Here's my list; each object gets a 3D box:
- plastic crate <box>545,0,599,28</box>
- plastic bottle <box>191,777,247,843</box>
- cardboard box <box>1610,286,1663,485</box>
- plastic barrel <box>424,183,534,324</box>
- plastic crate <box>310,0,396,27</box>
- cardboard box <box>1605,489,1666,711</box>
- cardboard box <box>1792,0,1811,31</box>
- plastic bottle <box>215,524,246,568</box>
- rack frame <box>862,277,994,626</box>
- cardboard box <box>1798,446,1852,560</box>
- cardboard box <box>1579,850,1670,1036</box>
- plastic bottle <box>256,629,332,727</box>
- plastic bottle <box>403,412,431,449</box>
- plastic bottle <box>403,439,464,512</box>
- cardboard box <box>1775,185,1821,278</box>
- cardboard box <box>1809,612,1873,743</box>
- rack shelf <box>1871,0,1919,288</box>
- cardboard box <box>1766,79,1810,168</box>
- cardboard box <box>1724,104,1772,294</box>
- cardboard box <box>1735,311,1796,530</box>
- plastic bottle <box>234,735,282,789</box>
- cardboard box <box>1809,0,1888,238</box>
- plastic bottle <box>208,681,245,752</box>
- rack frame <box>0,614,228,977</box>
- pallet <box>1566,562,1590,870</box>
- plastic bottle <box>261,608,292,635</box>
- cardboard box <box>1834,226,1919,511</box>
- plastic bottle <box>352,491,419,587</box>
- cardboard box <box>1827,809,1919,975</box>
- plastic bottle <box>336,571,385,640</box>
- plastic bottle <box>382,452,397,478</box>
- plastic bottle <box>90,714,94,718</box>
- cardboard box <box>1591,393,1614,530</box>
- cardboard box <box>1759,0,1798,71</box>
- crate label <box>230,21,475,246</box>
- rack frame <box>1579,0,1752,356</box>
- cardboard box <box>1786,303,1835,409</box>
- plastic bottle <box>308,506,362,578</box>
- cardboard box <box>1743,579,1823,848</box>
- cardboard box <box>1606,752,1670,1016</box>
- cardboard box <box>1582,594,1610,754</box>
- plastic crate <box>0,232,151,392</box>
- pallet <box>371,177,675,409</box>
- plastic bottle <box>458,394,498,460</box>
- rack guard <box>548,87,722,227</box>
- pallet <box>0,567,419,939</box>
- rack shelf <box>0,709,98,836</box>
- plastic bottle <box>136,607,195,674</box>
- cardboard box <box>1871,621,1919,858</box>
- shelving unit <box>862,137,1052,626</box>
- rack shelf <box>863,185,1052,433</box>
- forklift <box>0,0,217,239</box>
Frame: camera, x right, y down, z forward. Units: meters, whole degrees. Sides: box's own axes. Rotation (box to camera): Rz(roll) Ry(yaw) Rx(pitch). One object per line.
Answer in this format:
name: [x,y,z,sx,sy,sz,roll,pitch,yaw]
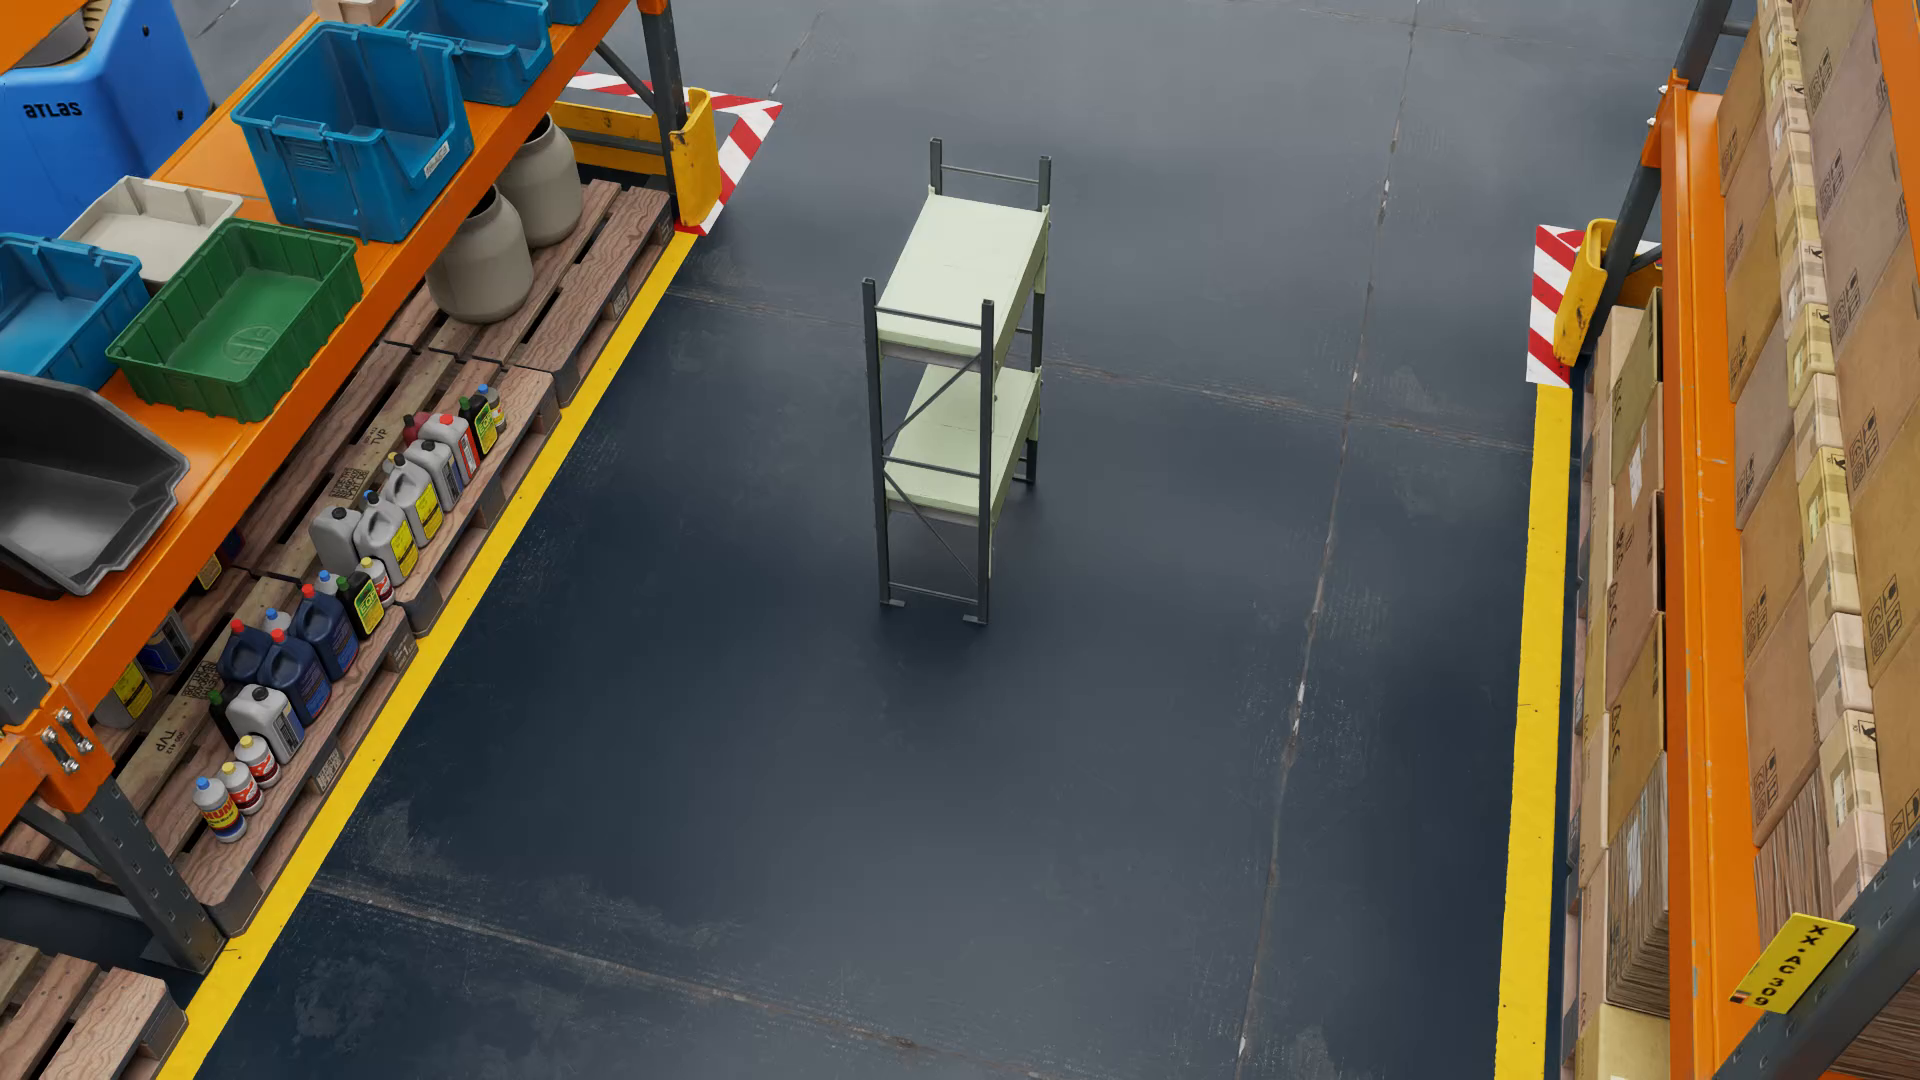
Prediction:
plastic crate: [-1.559,-2.227,6.314,0.499,0.251,0.616,12,50,10]
plastic bottle: [-2.262,0.809,5.062,0.097,0.271,0.097,0,49,0]
cardboard box: [2.576,-0.488,5.734,0.500,0.500,0.500,12,50,10]
plastic barrel: [-1.948,-1.159,6.652,0.421,0.512,0.421,0,49,0]
plastic crate: [-2.262,-2.026,6.214,0.298,0.136,0.250,12,50,10]
cardboard box: [2.308,0.234,5.097,0.500,0.500,0.500,12,50,10]
cardboard box: [2.912,-1.806,4.911,0.700,0.500,0.500,12,50,10]
plastic bottle: [-2.593,-0.042,5.805,0.061,0.283,0.133,12,50,10]
rack frame: [-0.095,-0.236,5.458,0.400,1.500,0.023,12,50,10]
cardboard box: [2.143,-0.046,3.791,0.380,0.149,0.250,11,50,10]
cardboard box: [2.061,1.209,4.736,0.500,0.250,0.500,12,50,10]
plastic bottle: [-2.156,0.425,5.348,0.144,0.351,0.185,13,50,11]
plastic bottle: [-1.972,-0.373,6.097,0.061,0.283,0.133,12,50,10]
plastic bottle: [-1.906,-0.249,5.993,0.152,0.276,0.135,10,49,9]
cardboard box: [2.413,-0.792,4.449,0.380,0.149,0.250,11,49,10]
cardboard box: [2.007,0.321,3.467,0.380,0.149,0.250,10,49,9]
rack shelf: [2.535,-1.025,3.633,1.077,0.370,4.000,12,50,10]
cardboard box: [2.548,-1.170,4.783,0.380,0.149,0.250,11,49,9]
cardboard box: [2.793,-1.034,5.096,0.700,0.500,0.500,13,50,11]
cardboard box: [2.521,-0.295,4.443,0.700,0.500,0.500,13,50,11]
plastic bottle: [-2.209,0.685,5.218,0.097,0.201,0.097,0,49,0]
cardboard box: [2.647,-1.060,4.253,0.700,0.500,0.500,12,50,10]
plastic bottle: [-2.307,0.545,5.286,0.061,0.283,0.133,12,50,10]
rack frame: [-2.769,0.196,4.076,1.000,3.000,0.127,12,50,10]
pallet: [2.577,0.647,5.538,1.003,0.211,1.213,12,50,10]
plastic bottle: [-2.235,0.322,5.491,0.097,0.271,0.097,0,49,0]
cardboard box: [2.384,-0.336,3.614,0.700,0.500,0.500,12,50,10]
plastic bottle: [-1.995,-0.019,5.740,0.144,0.351,0.185,11,50,10]
cardboard box: [1.873,0.689,3.142,0.380,0.149,0.250,12,50,10]
plastic bottle: [-2.023,0.199,5.592,0.061,0.283,0.133,14,50,12]
plastic bottle: [-2.031,-0.236,6.031,0.097,0.201,0.097,0,49,0]
plastic bottle: [-2.878,0.404,5.366,0.144,0.351,0.185,10,49,9]
cardboard box: [2.578,-0.240,6.015,0.500,0.250,0.500,12,50,10]
cardboard box: [2.683,-1.532,5.102,0.380,0.149,0.250,10,49,9]
crate label: [-1.940,-1.324,5.395,0.502,0.435,0.616,12,50,10]
rack frame: [3.061,-1.717,5.765,1.000,3.000,0.127,12,50,10]
cardboard box: [2.276,-0.421,4.122,0.380,0.149,0.250,13,50,11]
plastic bottle: [-2.144,-0.005,5.777,0.152,0.276,0.135,12,50,10]
cardboard box: [2.252,0.438,3.796,0.700,0.500,0.500,11,50,10]
cardboard box: [2.063,0.961,4.455,0.500,0.500,0.500,12,50,10]
cardboard box: [2.309,0.482,5.377,0.500,0.250,0.500,12,50,10]
plastic crate: [-2.740,-0.609,4.886,0.499,0.251,0.616,12,50,10]
pallet: [-1.910,-1.124,7.101,1.003,0.211,1.213,12,50,10]
plastic bottle: [-1.790,-0.441,6.157,0.061,0.283,0.133,13,50,11]
rack guard: [-1.691,-1.806,7.510,1.175,0.500,0.348,12,50,10]
pallet: [-2.552,0.641,5.543,1.003,0.211,1.213,12,50,10]
rack shelf: [-3.296,1.881,3.069,1.077,0.370,4.000,12,50,10]
plastic bottle: [-2.678,0.301,5.507,0.152,0.276,0.135,12,50,10]
cardboard box: [2.119,0.391,2.972,0.700,0.500,0.500,12,50,10]
shelving unit: [0.002,-0.501,5.692,0.431,1.500,0.755,12,50,10]
rack shelf: [0.002,-0.759,5.399,0.431,0.370,0.720,12,50,10]
forklift: [-4.878,-2.331,6.353,3.031,2.935,1.130,-4,49,-4]
